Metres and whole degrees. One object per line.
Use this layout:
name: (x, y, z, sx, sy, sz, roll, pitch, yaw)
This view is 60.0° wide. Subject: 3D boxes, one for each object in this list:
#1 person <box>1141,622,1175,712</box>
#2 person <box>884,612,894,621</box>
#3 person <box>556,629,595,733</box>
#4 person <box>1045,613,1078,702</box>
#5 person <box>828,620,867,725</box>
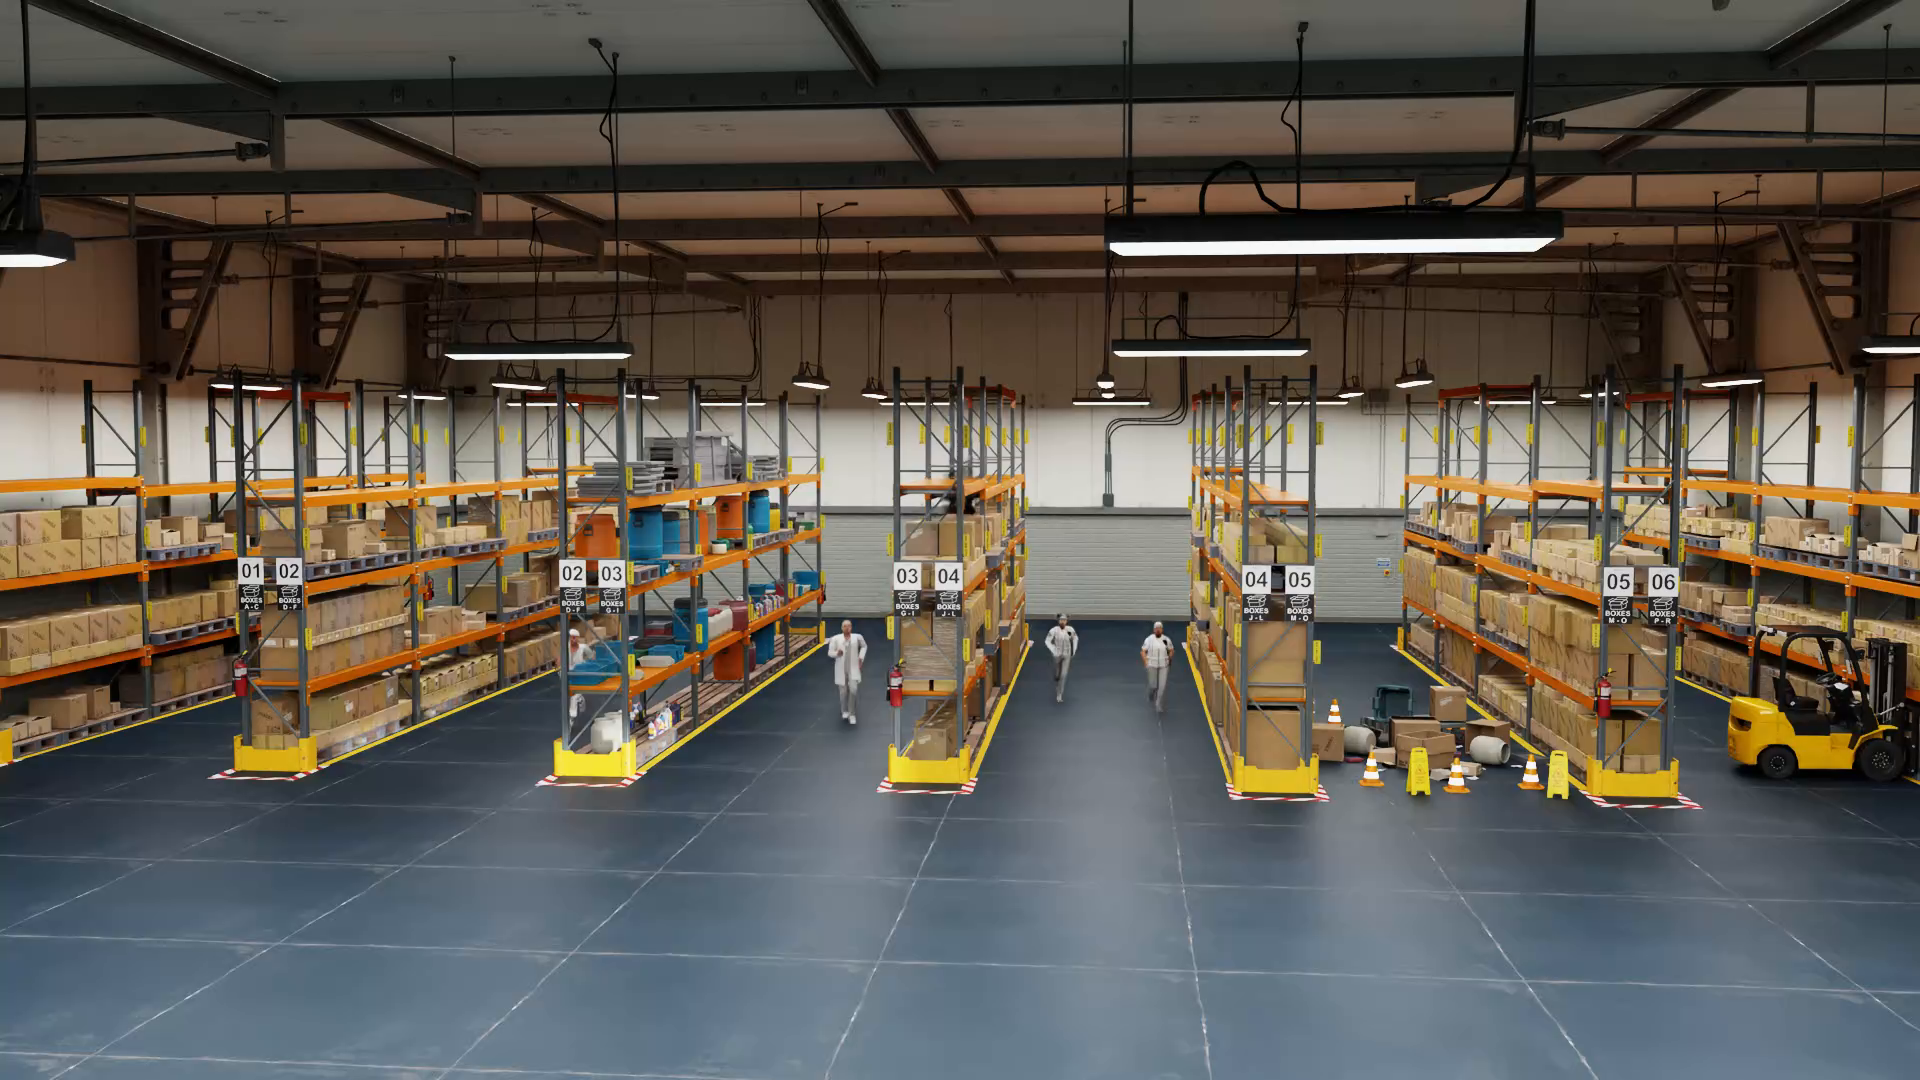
person: (3.632, 2.313, 30.485, 0.614, 1.629, 0.575, 0, 4, 2)
person: (-1.415, 1.514, 42.360, 1.049, 1.765, 0.634, 2, 4, 25)
person: (-6.568, 2.380, 28.473, 0.664, 1.768, 0.949, 0, 4, 6)
person: (1.945, 2.209, 31.735, 0.642, 1.682, 0.837, 0, 4, 0)
person: (-1.965, 2.312, 29.081, 0.685, 1.826, 0.777, 0, 4, -3)
